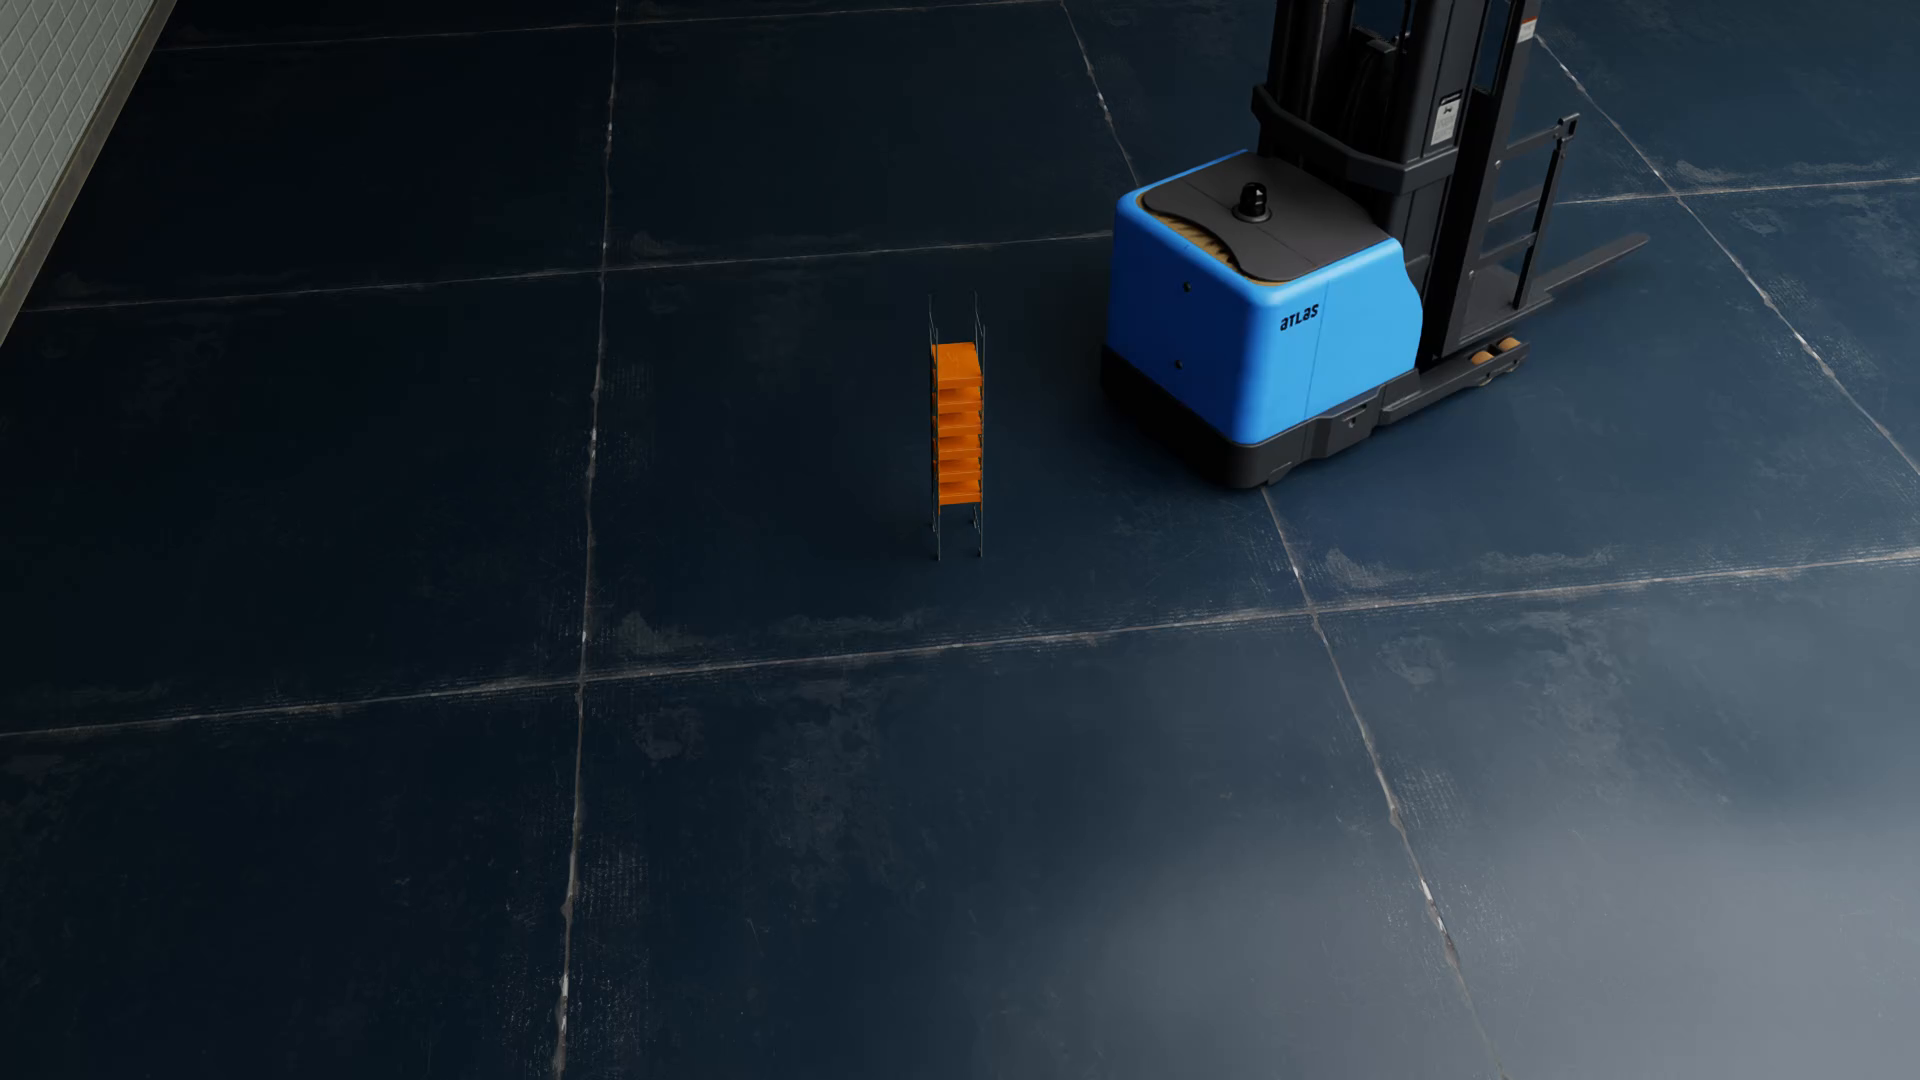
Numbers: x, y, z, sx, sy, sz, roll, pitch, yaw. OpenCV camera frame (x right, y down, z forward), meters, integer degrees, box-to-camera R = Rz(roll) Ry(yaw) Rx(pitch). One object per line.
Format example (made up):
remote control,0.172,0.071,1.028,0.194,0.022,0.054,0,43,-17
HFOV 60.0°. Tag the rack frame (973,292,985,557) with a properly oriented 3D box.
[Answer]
rack frame,0.076,-0.452,6.856,0.006,1.200,0.240,-5,42,-6

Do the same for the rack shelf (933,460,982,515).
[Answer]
rack shelf,-0.014,-0.233,7.037,0.180,0.103,0.258,-5,42,-6

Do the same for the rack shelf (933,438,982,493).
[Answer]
rack shelf,-0.014,-0.322,6.957,0.180,0.103,0.258,-5,42,-6

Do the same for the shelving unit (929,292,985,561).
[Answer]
shelving unit,-0.014,-0.444,6.847,0.189,1.200,0.258,-5,42,-6

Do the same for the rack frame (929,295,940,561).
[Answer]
rack frame,-0.105,-0.436,6.838,0.006,1.200,0.240,-5,42,-6

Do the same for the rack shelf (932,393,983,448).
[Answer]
rack shelf,-0.014,-0.500,6.796,0.180,0.103,0.258,-5,42,-6

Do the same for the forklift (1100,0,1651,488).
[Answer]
forklift,2.170,-2.104,7.394,3.031,2.935,1.130,-25,48,-25

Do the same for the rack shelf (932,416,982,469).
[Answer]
rack shelf,-0.014,-0.411,6.876,0.180,0.103,0.258,-5,42,-6

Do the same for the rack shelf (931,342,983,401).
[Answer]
rack shelf,-0.014,-0.679,6.635,0.180,0.103,0.258,-5,42,-6

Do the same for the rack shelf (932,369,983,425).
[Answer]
rack shelf,-0.014,-0.589,6.716,0.180,0.103,0.258,-5,42,-6
